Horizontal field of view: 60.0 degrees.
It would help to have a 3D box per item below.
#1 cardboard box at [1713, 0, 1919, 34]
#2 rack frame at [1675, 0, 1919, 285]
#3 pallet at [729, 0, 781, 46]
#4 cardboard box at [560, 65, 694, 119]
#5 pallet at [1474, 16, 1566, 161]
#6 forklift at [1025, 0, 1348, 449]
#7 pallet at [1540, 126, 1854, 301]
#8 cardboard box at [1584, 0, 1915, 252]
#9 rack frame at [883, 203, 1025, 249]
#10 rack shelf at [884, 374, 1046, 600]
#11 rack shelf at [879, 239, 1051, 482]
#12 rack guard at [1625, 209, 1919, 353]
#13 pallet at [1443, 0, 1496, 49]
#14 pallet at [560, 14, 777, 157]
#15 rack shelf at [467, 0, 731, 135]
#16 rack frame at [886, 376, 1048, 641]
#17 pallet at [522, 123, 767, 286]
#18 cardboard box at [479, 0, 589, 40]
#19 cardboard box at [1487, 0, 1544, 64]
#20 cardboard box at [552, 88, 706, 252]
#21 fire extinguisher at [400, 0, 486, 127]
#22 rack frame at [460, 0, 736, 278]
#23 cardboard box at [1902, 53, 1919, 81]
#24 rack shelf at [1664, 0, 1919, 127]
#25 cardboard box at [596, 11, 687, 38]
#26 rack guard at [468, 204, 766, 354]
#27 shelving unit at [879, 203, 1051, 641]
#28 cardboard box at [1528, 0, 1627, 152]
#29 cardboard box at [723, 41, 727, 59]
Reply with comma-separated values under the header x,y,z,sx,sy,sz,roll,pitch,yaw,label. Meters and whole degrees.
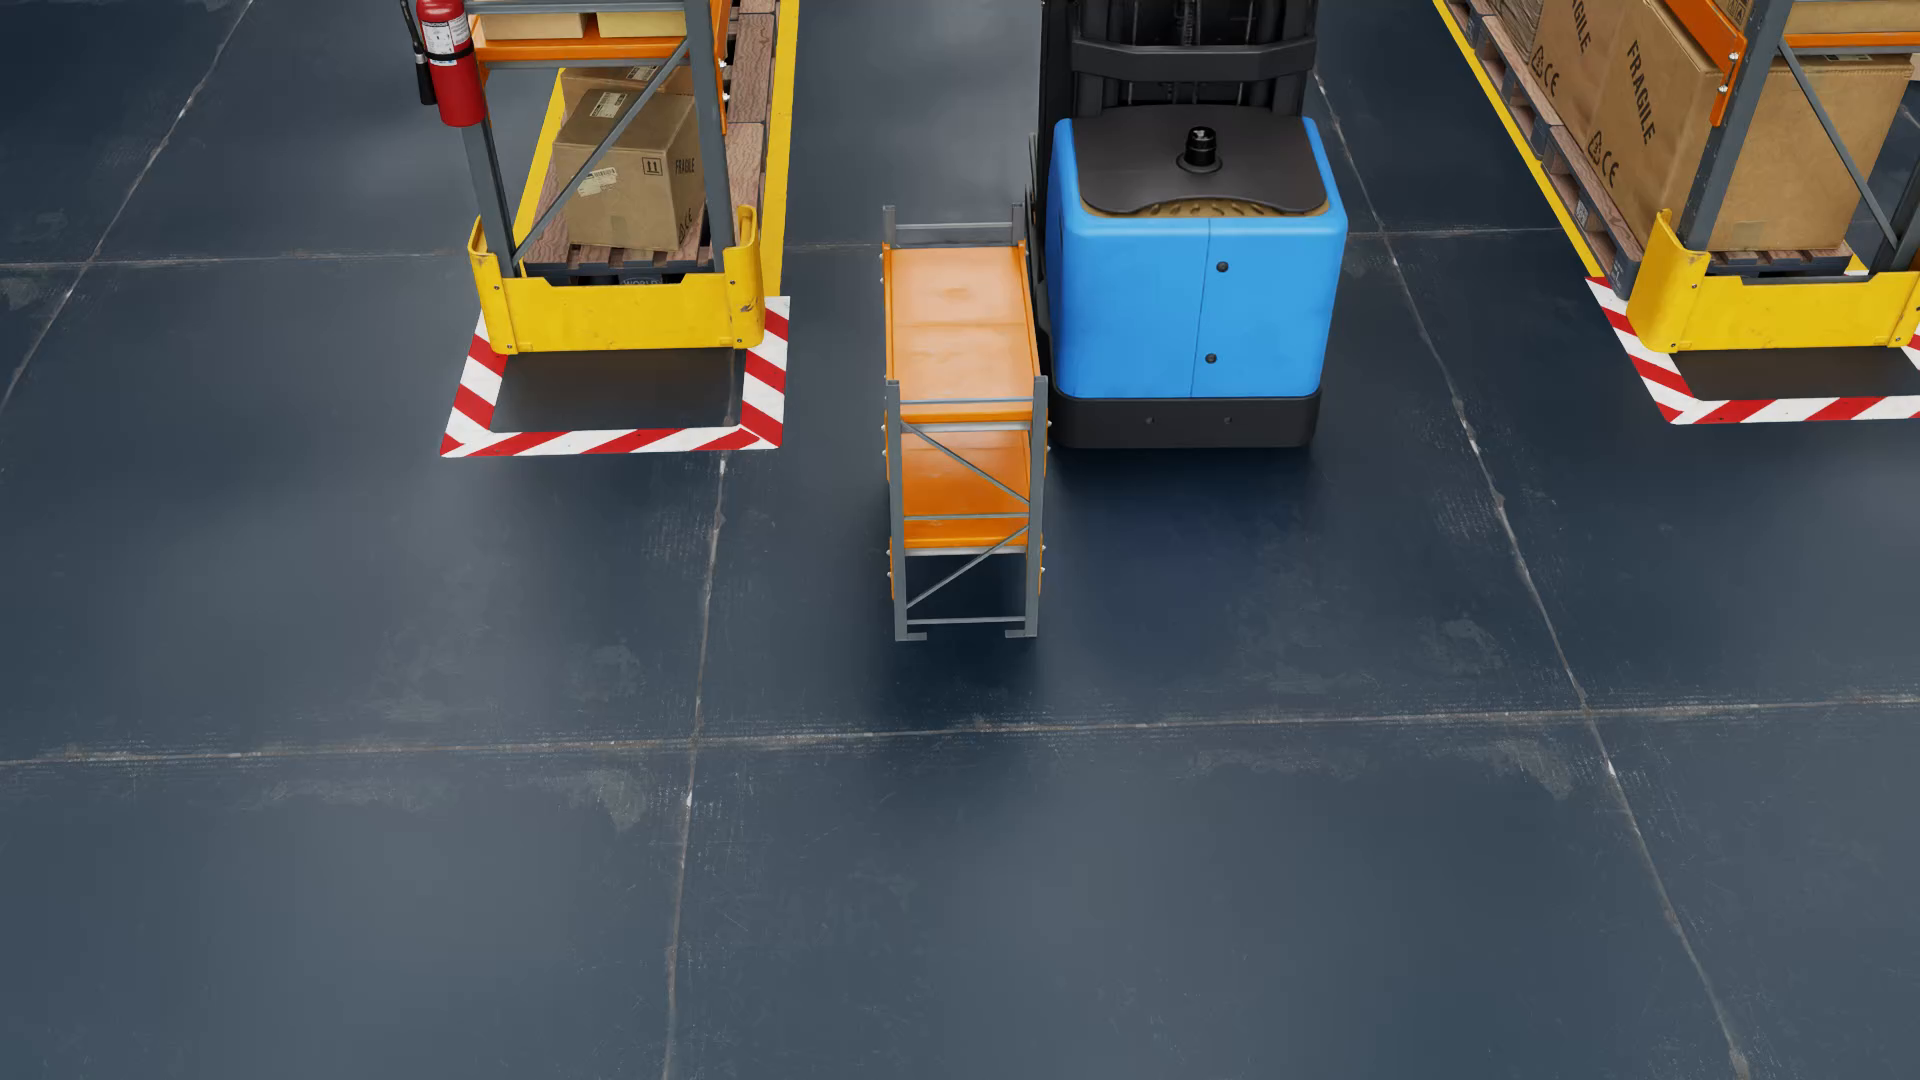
x,y,z,sx,sy,sz,roll,pitch,yaw,label
3.462,-2.359,6.493,0.875,0.550,0.550,-2,43,-2,cardboard box
3.523,-2.055,6.272,1.000,3.000,0.127,-2,43,-2,rack frame
-1.543,-3.201,9.586,1.003,0.211,1.213,-2,43,-2,pallet
-1.507,-2.039,7.793,0.500,0.500,0.500,9,43,9,cardboard box
3.362,-2.386,8.697,1.003,0.211,1.213,-2,43,-2,pallet
0.872,-2.412,6.712,1.130,2.935,3.031,0,43,0,forklift
3.410,-1.564,7.801,1.003,0.211,1.213,-2,43,-2,pallet
3.428,-1.882,7.345,0.875,0.875,0.875,-1,43,-2,cardboard box
-0.022,-0.762,6.249,0.500,1.125,0.032,-2,43,-2,rack frame
0.000,-0.239,6.040,0.538,0.278,1.000,-2,43,-2,rack shelf
0.000,-0.635,5.677,0.538,0.278,1.000,-2,43,-2,rack shelf
3.524,-1.117,7.099,1.175,0.500,0.348,-2,43,-2,rack guard
3.307,-3.212,9.598,1.003,0.211,1.213,-2,43,-2,pallet
-1.488,-2.375,8.685,1.003,0.211,1.213,-2,43,-2,pallet
-1.522,-3.066,7.907,1.077,0.370,4.000,-2,43,-2,rack shelf
0.021,-0.076,5.500,0.500,1.125,0.032,-2,43,-2,rack frame
-1.440,-1.554,7.789,1.003,0.211,1.213,-2,43,-2,pallet
-1.656,-2.075,6.479,0.380,0.149,0.250,-2,43,-2,cardboard box
3.352,-3.092,8.665,0.875,0.875,0.875,-1,43,-1,cardboard box
-1.447,-1.636,7.354,0.500,0.500,0.500,6,43,6,cardboard box
-1.893,-1.862,6.118,0.296,0.674,0.183,-2,43,-2,fire extinguisher
-1.437,-1.981,6.191,1.000,3.000,0.127,-2,43,-2,rack frame
5.266,-2.640,8.933,0.396,0.266,0.258,5,43,6,cardboard box
3.438,-3.140,7.988,1.077,0.370,4.000,-2,43,-2,rack shelf
-1.211,-2.087,6.493,0.380,0.149,0.250,-2,43,-2,cardboard box
-1.440,-1.111,7.092,1.175,0.500,0.348,-2,43,-2,rack guard
0.000,-0.419,5.875,0.538,1.125,1.048,-2,43,-2,shelving unit
3.388,-2.476,7.993,0.875,0.875,0.875,-2,43,-2,cardboard box
-1.493,-2.840,8.668,0.500,0.500,0.500,-5,43,-6,cardboard box
